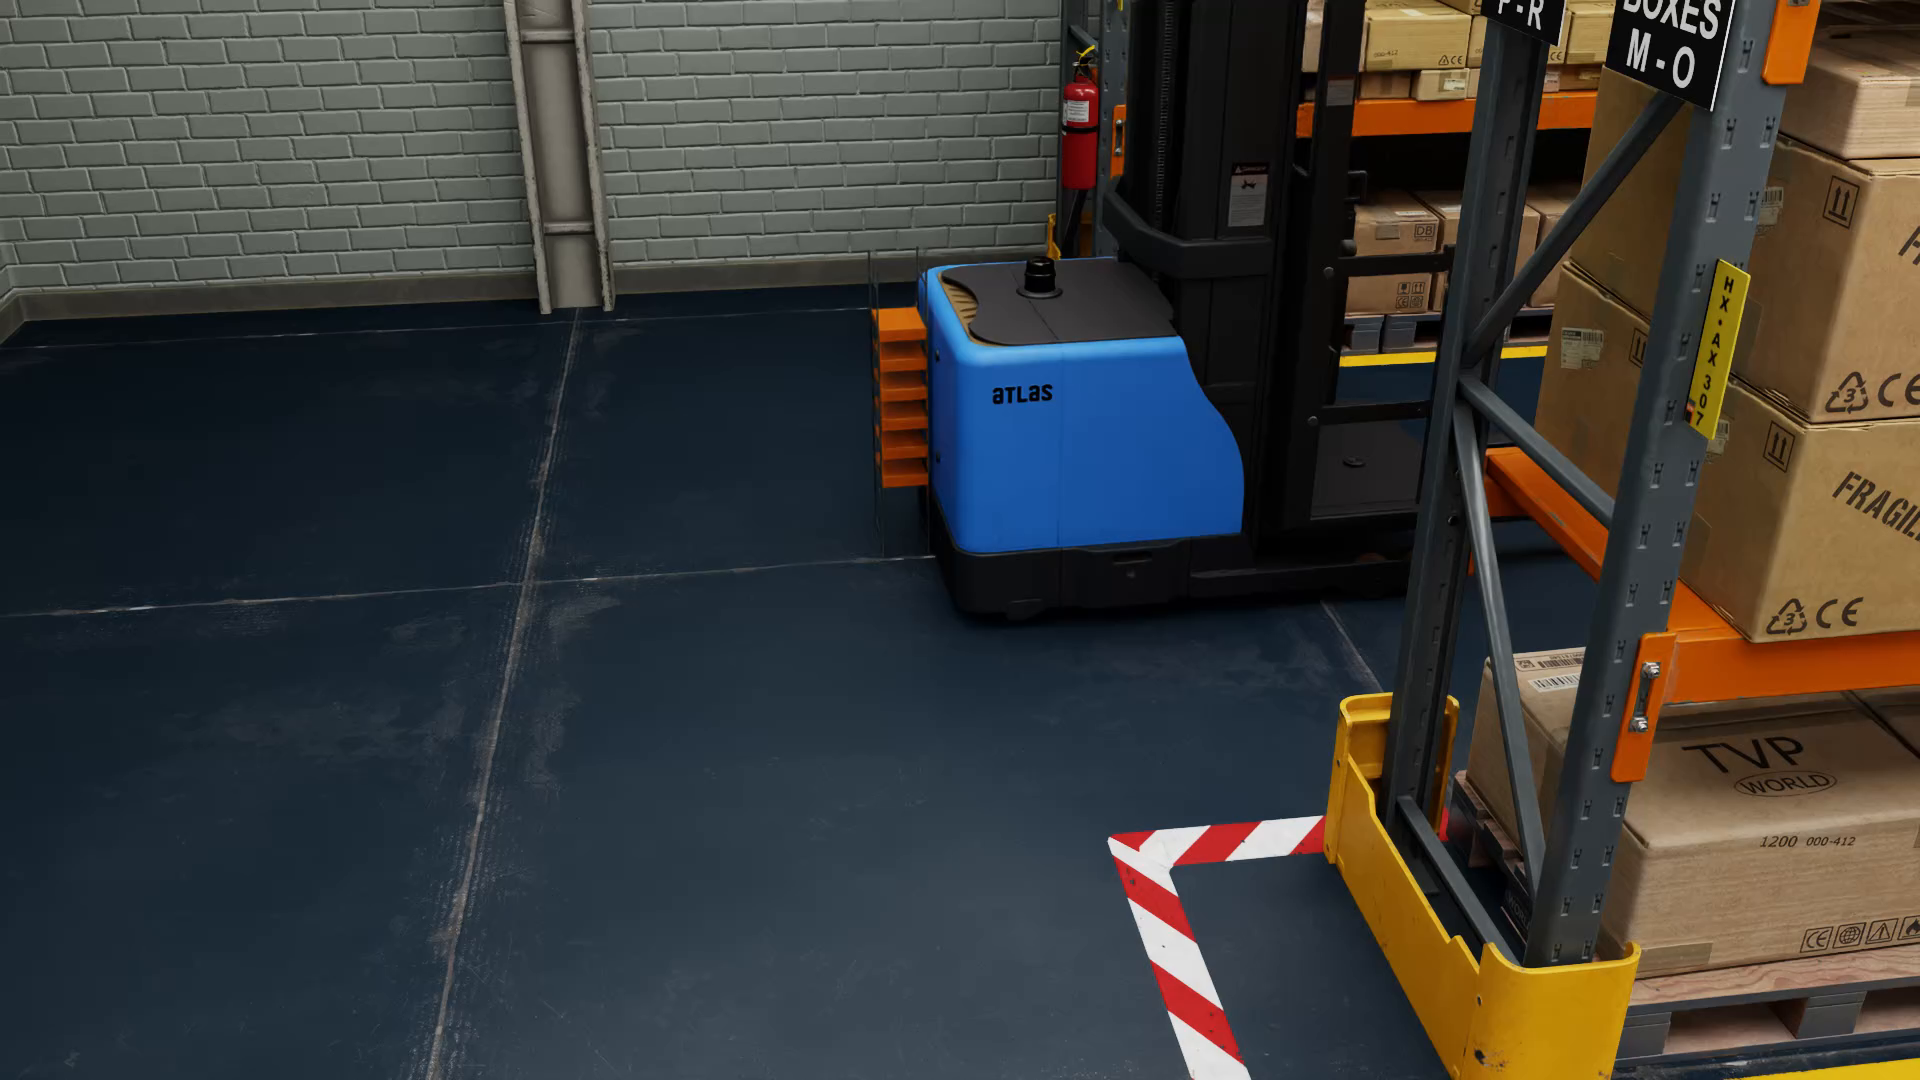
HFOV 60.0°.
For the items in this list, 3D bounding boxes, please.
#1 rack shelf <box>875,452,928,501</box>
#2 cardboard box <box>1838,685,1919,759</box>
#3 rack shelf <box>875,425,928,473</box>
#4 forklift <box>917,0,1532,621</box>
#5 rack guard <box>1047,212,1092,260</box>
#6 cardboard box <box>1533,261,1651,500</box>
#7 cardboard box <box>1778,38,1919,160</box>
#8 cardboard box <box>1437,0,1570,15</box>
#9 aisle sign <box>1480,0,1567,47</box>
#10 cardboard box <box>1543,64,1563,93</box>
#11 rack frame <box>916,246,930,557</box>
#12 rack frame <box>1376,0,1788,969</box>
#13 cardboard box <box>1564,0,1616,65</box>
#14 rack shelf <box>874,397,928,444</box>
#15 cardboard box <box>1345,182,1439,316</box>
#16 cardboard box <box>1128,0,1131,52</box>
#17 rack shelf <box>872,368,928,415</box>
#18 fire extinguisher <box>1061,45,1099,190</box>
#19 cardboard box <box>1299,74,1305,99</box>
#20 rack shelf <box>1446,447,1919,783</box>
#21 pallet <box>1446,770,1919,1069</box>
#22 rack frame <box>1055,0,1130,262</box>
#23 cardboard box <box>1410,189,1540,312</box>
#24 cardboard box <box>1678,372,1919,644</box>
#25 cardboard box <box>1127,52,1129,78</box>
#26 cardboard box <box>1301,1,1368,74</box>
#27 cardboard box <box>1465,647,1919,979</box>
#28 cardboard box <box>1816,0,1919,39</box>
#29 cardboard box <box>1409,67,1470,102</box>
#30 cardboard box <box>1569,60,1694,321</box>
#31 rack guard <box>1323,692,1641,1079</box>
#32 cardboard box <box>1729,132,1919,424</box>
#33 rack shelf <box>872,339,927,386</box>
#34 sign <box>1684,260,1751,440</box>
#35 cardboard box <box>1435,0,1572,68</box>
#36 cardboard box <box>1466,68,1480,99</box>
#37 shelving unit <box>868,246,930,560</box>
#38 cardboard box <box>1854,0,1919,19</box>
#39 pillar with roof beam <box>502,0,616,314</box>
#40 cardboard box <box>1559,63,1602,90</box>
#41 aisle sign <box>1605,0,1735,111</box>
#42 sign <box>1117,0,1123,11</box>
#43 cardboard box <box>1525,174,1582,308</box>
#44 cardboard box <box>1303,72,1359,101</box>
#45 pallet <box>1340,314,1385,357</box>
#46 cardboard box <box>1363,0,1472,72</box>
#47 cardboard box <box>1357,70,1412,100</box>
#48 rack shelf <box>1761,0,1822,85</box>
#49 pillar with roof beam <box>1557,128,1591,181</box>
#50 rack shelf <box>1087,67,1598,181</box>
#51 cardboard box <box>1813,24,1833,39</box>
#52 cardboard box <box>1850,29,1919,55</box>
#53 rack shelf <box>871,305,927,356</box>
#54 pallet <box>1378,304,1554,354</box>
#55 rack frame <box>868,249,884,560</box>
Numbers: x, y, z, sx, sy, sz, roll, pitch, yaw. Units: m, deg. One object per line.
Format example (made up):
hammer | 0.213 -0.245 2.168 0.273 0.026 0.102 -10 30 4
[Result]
rack shelf | -0.233 -0.262 6.569 0.180 0.103 0.258 -5 28 -9
cardboard box | 2.892 0.618 4.606 0.875 0.438 0.875 -3 27 -6
rack shelf | -0.233 -0.368 6.514 0.180 0.103 0.258 -5 28 -9
forklift | 1.391 -1.319 6.110 3.031 2.935 1.130 -5 28 -9
rack guard | 0.728 -1.322 8.779 0.348 0.500 1.175 -4 27 -7
cardboard box | 1.788 -0.381 4.096 0.500 0.500 0.500 -4 27 -7
cardboard box | 1.738 -0.861 3.227 0.250 0.149 0.380 -3 27 -6
cardboard box | 2.625 -2.831 7.999 0.500 0.500 0.500 -3 27 -6
aisle sign | 1.233 -1.478 3.497 0.004 0.787 0.394 -4 27 -7
cardboard box | 2.802 -2.347 8.314 0.250 0.149 0.380 -4 27 -7
rack frame | -0.143 -0.522 6.453 0.006 1.200 0.240 -5 28 -9
rack frame | 1.348 -0.186 3.826 0.127 3.000 1.000 -4 27 -7
cardboard box | 3.153 -2.542 8.258 0.500 0.250 0.500 -4 27 -7
rack shelf | -0.233 -0.475 6.459 0.180 0.103 0.258 -5 28 -9
cardboard box | 2.123 -1.537 8.738 0.500 0.500 0.700 -3 27 -5
cardboard box | 1.071 -2.644 8.456 0.500 0.250 0.500 -3 27 -6
rack shelf | -0.233 -0.582 6.404 0.180 0.103 0.258 -5 28 -9
fire extinguisher | 0.571 -2.011 7.876 0.183 0.674 0.296 -4 27 -7
cardboard box | 1.517 -2.284 8.191 0.250 0.149 0.380 -4 27 -8
rack shelf | 3.328 0.007 4.238 4.000 0.370 1.077 -4 27 -7
pallet | 2.129 0.969 4.631 1.213 0.211 1.003 -4 27 -7
rack frame | 0.652 -2.429 8.199 0.127 3.000 1.000 -4 27 -7
cardboard box | 2.661 -1.525 8.715 0.500 0.500 0.500 -3 27 -6
cardboard box | 1.863 -0.131 3.610 0.500 0.500 0.500 -4 27 -8
cardboard box | 0.943 -2.460 8.534 0.250 0.149 0.380 -4 27 -8
cardboard box | 1.639 -2.434 8.047 0.500 0.250 0.500 -3 27 -7
cardboard box | 1.987 0.680 4.485 0.875 0.438 0.875 -5 28 -9
cardboard box | 1.923 -1.104 3.701 0.250 0.149 0.380 -3 27 -6
cardboard box | 2.299 -2.274 8.171 0.250 0.149 0.380 -4 27 -9
cardboard box | 1.792 -0.813 3.845 0.500 0.500 0.500 -3 27 -5
rack guard | 1.324 0.928 4.394 0.348 0.500 1.175 -4 27 -7
cardboard box | 1.863 -0.577 3.384 0.500 0.500 0.500 -4 27 -8
rack shelf | -0.233 -0.689 6.350 0.180 0.103 0.258 -5 28 -9
sign | 1.419 -0.355 3.121 0.005 0.325 0.100 -4 27 -7
cardboard box | 2.643 -2.510 8.195 0.500 0.250 0.500 -4 27 -8
cardboard box | 2.557 -2.300 8.222 0.250 0.149 0.380 -3 27 -6
shelving unit | -0.233 -0.515 6.439 0.189 1.200 0.258 -5 28 -9
cardboard box | 2.167 -1.158 3.807 0.250 0.149 0.380 -4 27 -8
pillar with roof beam | -1.543 -3.388 3.496 0.400 9.000 9.100 -4 27 -7
cardboard box | 3.040 -2.384 8.387 0.250 0.149 0.380 -3 27 -6
aisle sign | 1.317 -1.207 2.968 0.004 0.787 0.394 -4 27 -7
sign | 0.728 -2.569 7.523 0.005 0.325 0.100 -4 27 -7
cardboard box | 3.151 -1.603 8.866 0.500 0.500 0.700 -5 28 -9
cardboard box | 1.776 -2.272 8.168 0.250 0.149 0.380 -3 27 -5
pallet | 1.517 -1.245 8.945 1.213 0.211 1.003 -4 27 -7
cardboard box | 2.140 -2.468 8.113 0.500 0.250 0.500 -4 27 -8
cardboard box | 2.038 -2.292 8.206 0.250 0.149 0.380 -3 27 -6
rack shelf | 3.328 -1.327 3.554 4.000 0.370 1.077 -4 27 -7
pillar with roof beam | 4.398 -3.770 4.240 0.400 9.000 9.100 -4 27 -7
rack shelf | 2.633 -2.237 8.611 4.000 0.370 1.077 -4 27 -7
cardboard box | 1.675 -1.077 3.648 0.250 0.149 0.380 -3 27 -6
cardboard box | 1.987 -0.910 3.322 0.250 0.149 0.380 -3 27 -6
rack shelf | -0.233 -0.795 6.295 0.180 0.103 0.258 -5 28 -9
pallet | 2.723 -1.321 9.093 1.213 0.211 1.003 -4 27 -7
rack frame | -0.323 -0.507 6.425 0.006 1.200 0.240 -5 28 -9
